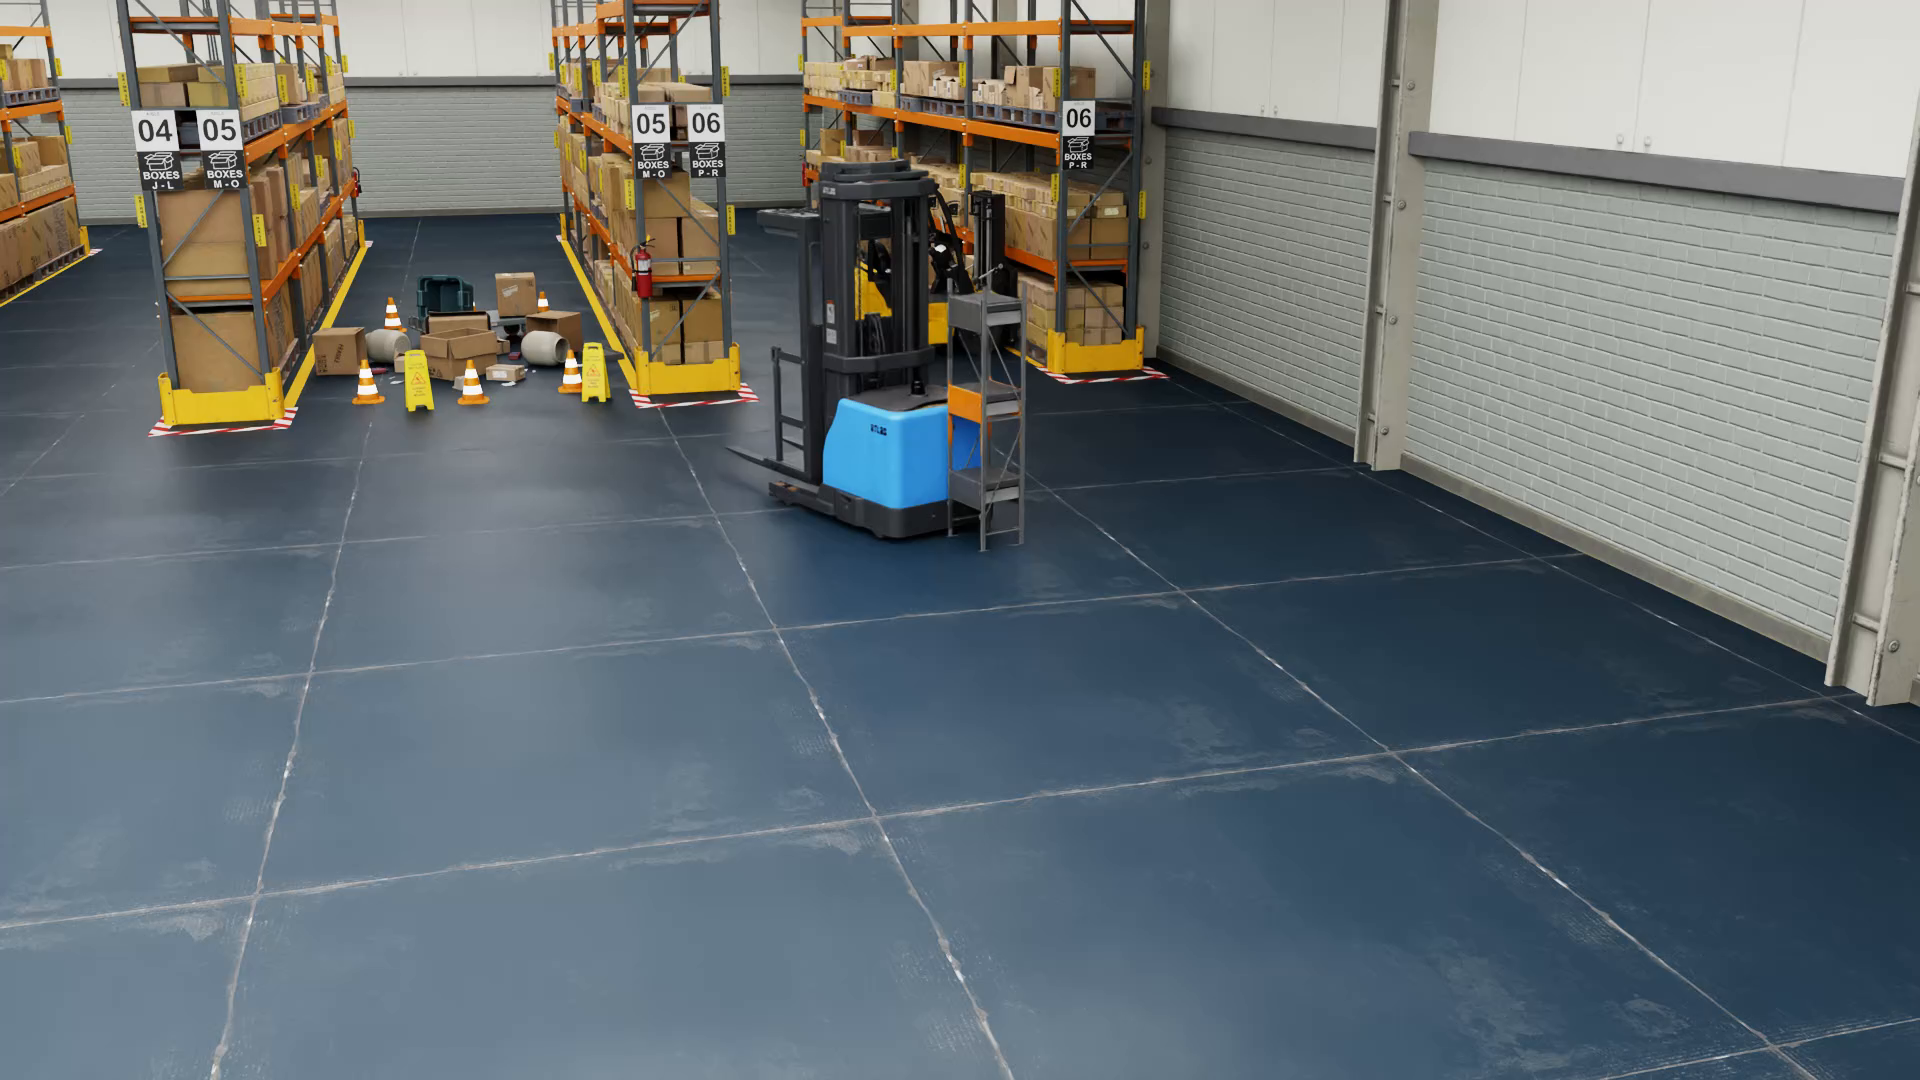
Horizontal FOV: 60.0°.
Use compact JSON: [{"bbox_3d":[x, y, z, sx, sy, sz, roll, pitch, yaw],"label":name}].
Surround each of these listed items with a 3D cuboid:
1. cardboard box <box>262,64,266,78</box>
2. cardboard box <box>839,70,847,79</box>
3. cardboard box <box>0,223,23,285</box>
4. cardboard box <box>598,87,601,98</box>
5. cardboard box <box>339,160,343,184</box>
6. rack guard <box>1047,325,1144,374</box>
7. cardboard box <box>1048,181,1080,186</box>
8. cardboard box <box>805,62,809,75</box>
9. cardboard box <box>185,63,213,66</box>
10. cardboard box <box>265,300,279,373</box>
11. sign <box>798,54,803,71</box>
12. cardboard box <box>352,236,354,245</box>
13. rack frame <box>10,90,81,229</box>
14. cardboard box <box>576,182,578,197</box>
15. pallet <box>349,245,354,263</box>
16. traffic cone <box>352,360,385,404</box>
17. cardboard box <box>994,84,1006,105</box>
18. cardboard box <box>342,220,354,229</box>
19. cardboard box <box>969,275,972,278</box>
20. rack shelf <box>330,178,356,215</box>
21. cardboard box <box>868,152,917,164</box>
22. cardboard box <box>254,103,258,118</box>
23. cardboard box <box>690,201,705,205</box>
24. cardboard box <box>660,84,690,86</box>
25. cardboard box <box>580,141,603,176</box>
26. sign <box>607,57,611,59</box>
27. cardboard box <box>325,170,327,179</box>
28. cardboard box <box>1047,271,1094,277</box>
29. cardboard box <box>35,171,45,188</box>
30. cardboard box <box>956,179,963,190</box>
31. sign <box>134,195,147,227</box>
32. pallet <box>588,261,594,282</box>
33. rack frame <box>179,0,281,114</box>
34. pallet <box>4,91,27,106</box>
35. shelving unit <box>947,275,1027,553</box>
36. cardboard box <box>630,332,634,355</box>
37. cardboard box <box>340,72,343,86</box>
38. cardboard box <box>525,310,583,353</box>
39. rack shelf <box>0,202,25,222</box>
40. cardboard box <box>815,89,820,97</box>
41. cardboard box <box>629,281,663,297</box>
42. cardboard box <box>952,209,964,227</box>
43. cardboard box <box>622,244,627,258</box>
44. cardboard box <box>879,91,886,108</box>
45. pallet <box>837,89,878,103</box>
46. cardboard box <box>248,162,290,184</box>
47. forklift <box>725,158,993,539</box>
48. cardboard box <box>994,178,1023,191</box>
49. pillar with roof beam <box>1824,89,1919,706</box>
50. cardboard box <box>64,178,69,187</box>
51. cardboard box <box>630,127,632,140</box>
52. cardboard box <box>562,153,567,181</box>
[{"bbox_3d":[-8.259,-5.433,19.259,0.380,0.149,0.250,-5,17,-15],"label":"cardboard box"},{"bbox_3d":[-1.981,-8.458,30.198,0.380,0.149,0.250,-4,17,-14],"label":"cardboard box"},{"bbox_3d":[-15.500,-4.452,26.022,1.225,0.875,0.875,-5,18,-17],"label":"cardboard box"},{"bbox_3d":[-4.867,-6.434,24.265,0.797,0.503,0.637,-5,17,-15],"label":"cardboard box"},{"bbox_3d":[-11.181,-6.539,29.315,0.500,0.500,0.500,-5,17,-15],"label":"cardboard box"},{"bbox_3d":[1.663,-2.345,20.389,1.175,0.500,0.348,-5,17,-15],"label":"rack guard"},{"bbox_3d":[1.372,-4.589,21.698,0.380,0.149,0.250,-5,17,-15],"label":"cardboard box"},{"bbox_3d":[-2.860,-9.578,33.786,0.500,0.250,0.500,-5,17,-16],"label":"cardboard box"},{"bbox_3d":[-9.101,-5.591,19.785,0.380,0.149,0.250,-5,17,-16],"label":"cardboard box"},{"bbox_3d":[-8.340,-2.345,19.008,0.875,0.875,0.875,-5,17,-16],"label":"cardboard box"},{"bbox_3d":[-3.262,-9.787,34.085,0.100,0.325,0.005,-5,17,-15],"label":"sign"},{"bbox_3d":[-11.530,-5.592,31.081,0.380,0.149,0.250,-6,18,-18],"label":"cardboard box"},{"bbox_3d":[-17.040,-6.797,30.867,1.000,3.000,0.127,-5,17,-15],"label":"rack frame"},{"bbox_3d":[-6.276,-5.974,28.387,0.500,0.250,0.500,-5,17,-16],"label":"cardboard box"},{"bbox_3d":[-11.702,-5.241,30.532,1.003,0.211,1.213,-5,17,-15],"label":"pallet"},{"bbox_3d":[-6.627,-1.780,18.574,0.336,0.463,0.334,-5,17,-15],"label":"traffic cone"},{"bbox_3d":[0.673,-5.842,21.801,0.396,0.266,0.258,-5,17,-17],"label":"cardboard box"},{"bbox_3d":[-11.510,-5.874,30.983,0.380,0.149,0.250,-4,17,-13],"label":"cardboard box"},{"bbox_3d":[0.394,-3.621,23.472,0.500,0.250,0.500,-5,17,-16],"label":"cardboard box"},{"bbox_3d":[-11.694,-6.264,30.341,1.077,0.370,4.000,-5,17,-15],"label":"rack shelf"},{"bbox_3d":[-1.168,-6.449,28.798,0.797,0.503,0.637,-5,17,-17],"label":"cardboard box"},{"bbox_3d":[-7.910,-4.701,18.206,0.380,0.149,0.250,-5,17,-15],"label":"cardboard box"},{"bbox_3d":[-3.413,-3.922,20.605,0.500,0.500,0.500,-5,17,-16],"label":"cardboard box"},{"bbox_3d":[-3.496,-5.536,20.504,0.380,0.149,0.250,-4,17,-15],"label":"cardboard box"},{"bbox_3d":[-5.856,-6.158,26.828,0.500,0.500,0.500,-4,17,-14],"label":"cardboard box"},{"bbox_3d":[-6.986,-9.443,33.058,0.100,0.325,0.005,-5,17,-15],"label":"sign"},{"bbox_3d":[-10.706,-6.042,27.543,0.380,0.149,0.250,-4,17,-13],"label":"cardboard box"},{"bbox_3d":[1.439,-3.337,21.658,0.500,0.250,0.500,-5,17,-16],"label":"cardboard box"},{"bbox_3d":[-16.098,-6.193,28.599,0.500,0.250,0.500,-4,17,-14],"label":"cardboard box"},{"bbox_3d":[0.162,-5.160,24.116,0.380,0.149,0.250,-5,17,-16],"label":"cardboard box"},{"bbox_3d":[-8.372,-3.365,17.015,0.100,0.325,0.005,-5,17,-15],"label":"sign"},{"bbox_3d":[-5.789,-4.593,28.377,1.003,0.211,1.213,-5,17,-15],"label":"pallet"},{"bbox_3d":[-8.946,-6.715,20.166,1.000,3.000,0.127,-5,17,-15],"label":"rack frame"},{"bbox_3d":[-16.156,-7.312,27.521,1.003,0.211,1.213,-5,17,-15],"label":"pallet"},{"bbox_3d":[0.206,-0.997,13.120,0.431,2.100,0.503,-10,20,-31],"label":"shelving unit"},{"bbox_3d":[-3.730,-2.386,20.230,0.500,0.250,0.500,-5,17,-15],"label":"cardboard box"},{"bbox_3d":[-11.872,-8.658,31.240,0.500,0.250,0.500,-5,18,-17],"label":"cardboard box"},{"bbox_3d":[-5.228,-2.662,21.440,0.500,0.500,0.500,7,18,23],"label":"cardboard box"},{"bbox_3d":[-15.391,-4.793,25.445,1.077,0.370,4.000,-5,17,-15],"label":"rack shelf"},{"bbox_3d":[-2.677,-8.892,33.064,0.380,0.149,0.250,-5,17,-15],"label":"cardboard box"},{"bbox_3d":[-3.751,-3.006,19.865,0.380,0.149,0.250,-4,17,-14],"label":"cardboard box"},{"bbox_3d":[0.167,-4.702,24.152,0.500,0.250,0.500,-4,17,-14],"label":"cardboard box"},{"bbox_3d":[-3.997,-3.607,20.682,0.380,0.149,0.250,-5,17,-15],"label":"cardboard box"},{"bbox_3d":[-1.055,-7.388,27.880,0.500,0.250,0.500,-5,17,-15],"label":"cardboard box"},{"bbox_3d":[-1.529,-8.029,30.078,1.213,0.211,1.003,-5,17,-15],"label":"pallet"},{"bbox_3d":[-9.370,-4.788,22.265,0.700,0.500,0.500,-5,17,-15],"label":"cardboard box"},{"bbox_3d":[-1.018,-1.776,14.270,1.130,2.935,3.031,-12,21,-36],"label":"forklift"},{"bbox_3d":[0.666,-4.760,22.267,0.380,0.149,0.250,-5,17,-16],"label":"cardboard box"},{"bbox_3d":[1.490,-3.026,7.884,9.100,9.000,0.400,-5,17,-15],"label":"pillar with roof beam"},{"bbox_3d":[-16.553,-6.533,30.423,0.380,0.149,0.250,-5,17,-15],"label":"cardboard box"},{"bbox_3d":[-3.482,-4.548,18.601,0.380,0.149,0.250,-5,17,-15],"label":"cardboard box"},{"bbox_3d":[-7.368,-7.193,32.012,0.500,0.500,0.500,-5,17,-16],"label":"cardboard box"}]
